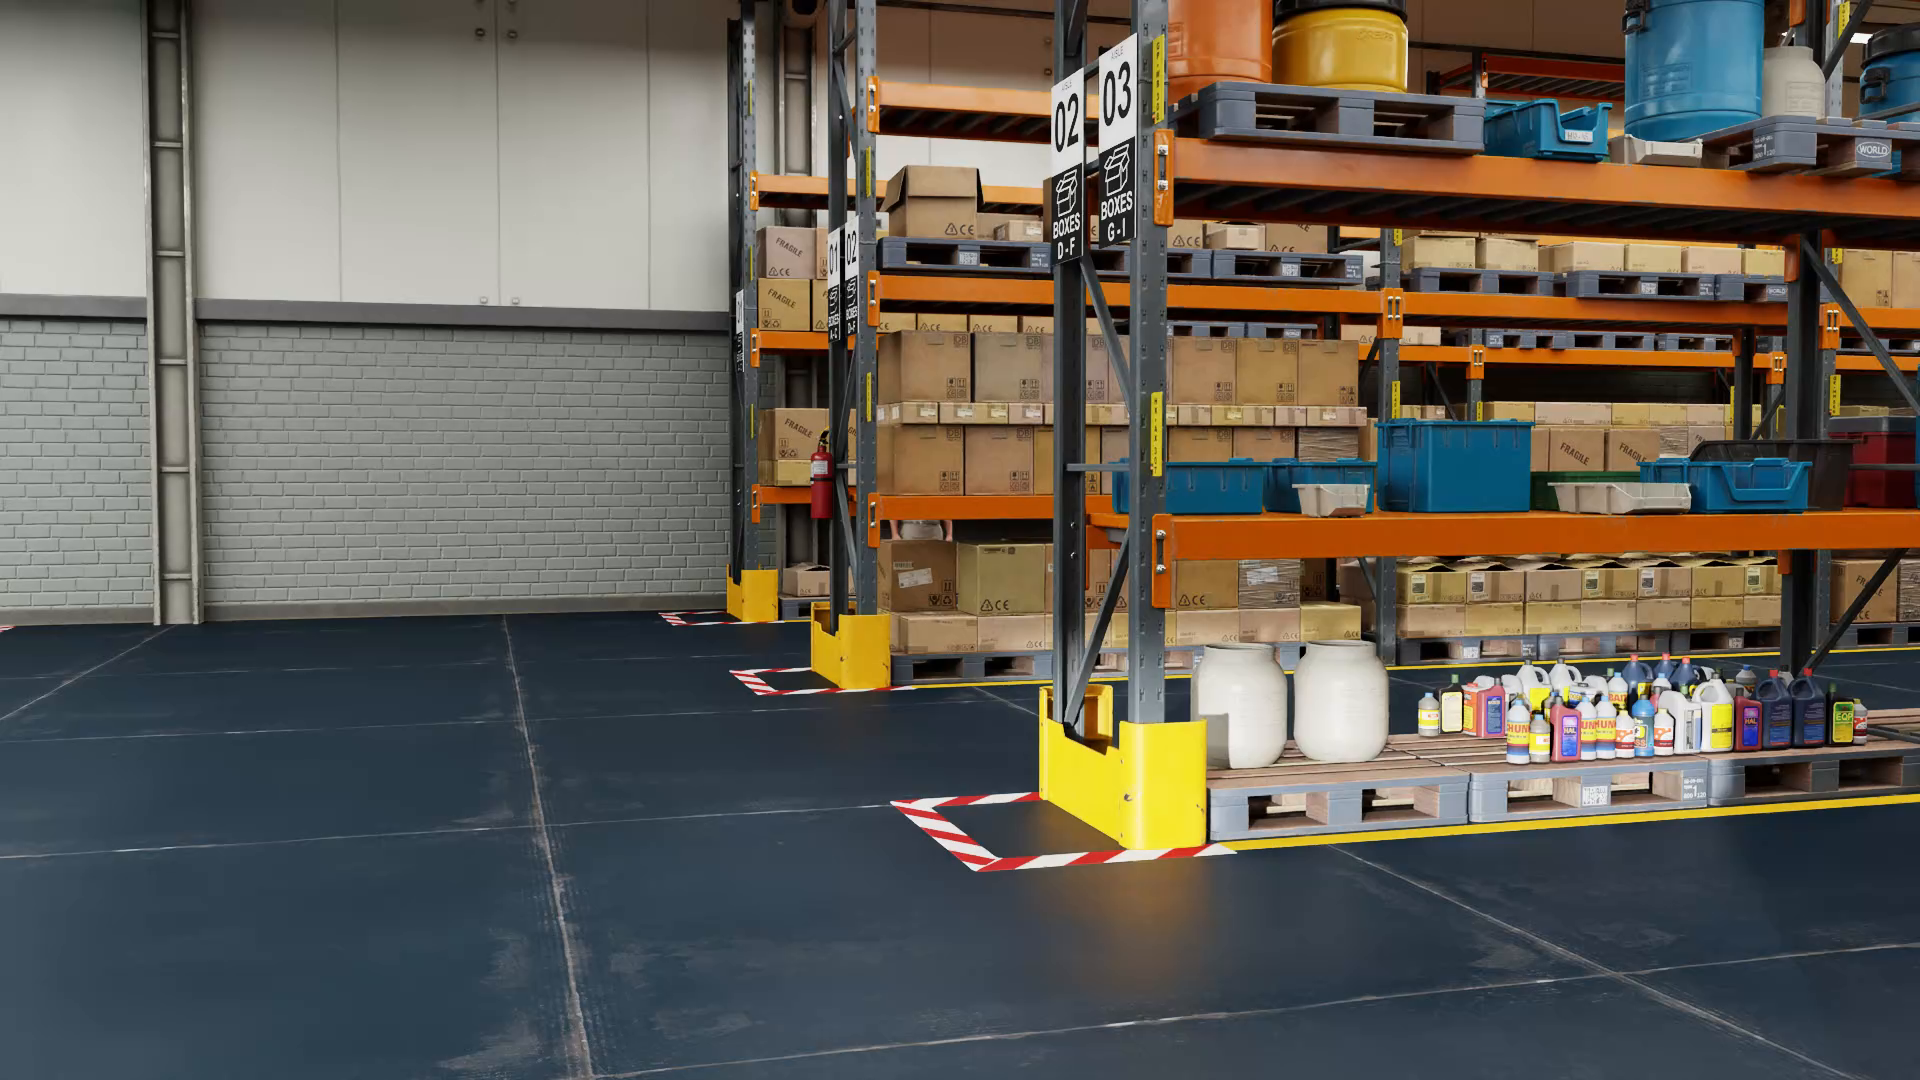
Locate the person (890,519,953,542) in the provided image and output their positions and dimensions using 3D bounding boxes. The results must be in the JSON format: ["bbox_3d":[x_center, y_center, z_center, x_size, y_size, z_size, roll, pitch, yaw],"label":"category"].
[{"bbox_3d":[-0.347,-0.025,14.951,0.606,1.727,0.387,-1,3,-20],"label":"person"}]
